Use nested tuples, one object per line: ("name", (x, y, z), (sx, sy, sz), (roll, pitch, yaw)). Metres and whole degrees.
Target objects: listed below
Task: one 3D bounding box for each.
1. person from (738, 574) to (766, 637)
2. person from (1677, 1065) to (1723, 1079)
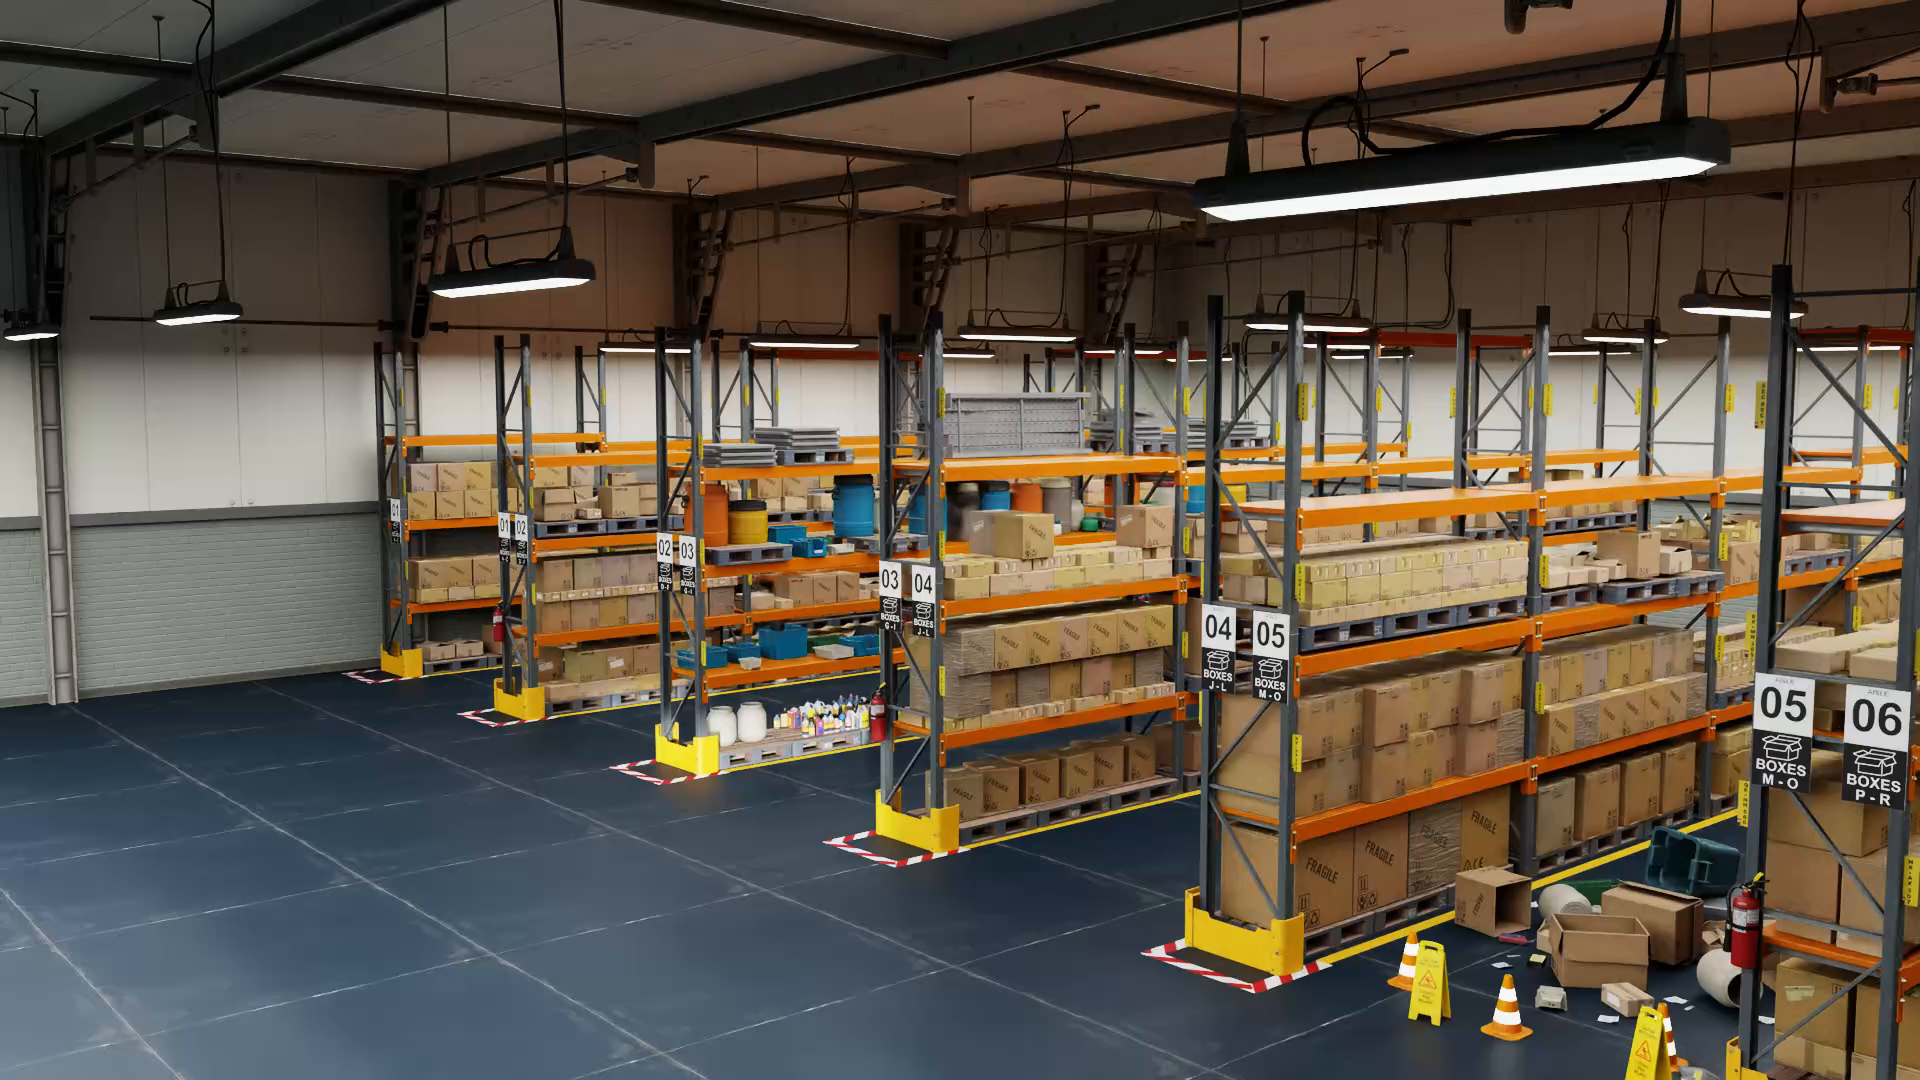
("person", (-3.865, 1.480, 31.138), (0.650, 1.746, 0.724), (5, 7, 43))
("person", (3.789, 3.548, 8.826), (0.653, 1.679, 0.609), (3, 6, 31))
